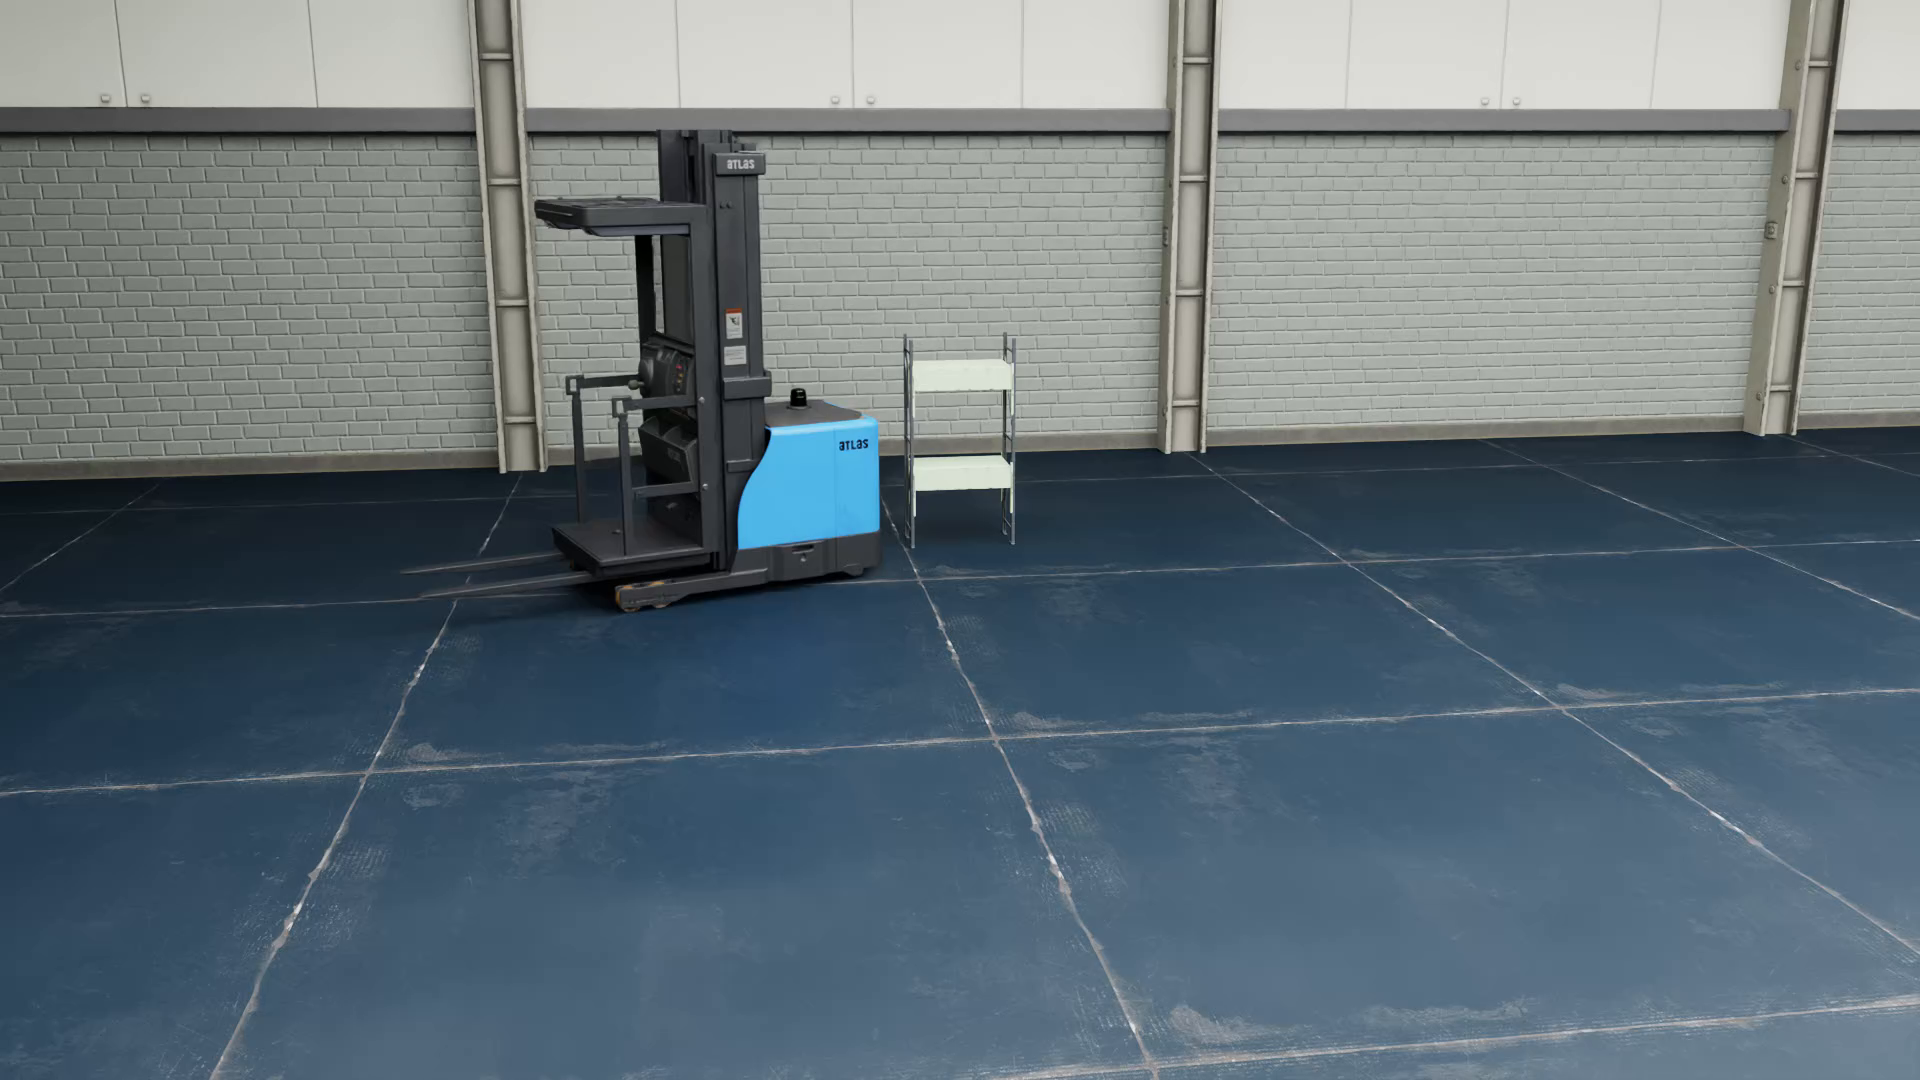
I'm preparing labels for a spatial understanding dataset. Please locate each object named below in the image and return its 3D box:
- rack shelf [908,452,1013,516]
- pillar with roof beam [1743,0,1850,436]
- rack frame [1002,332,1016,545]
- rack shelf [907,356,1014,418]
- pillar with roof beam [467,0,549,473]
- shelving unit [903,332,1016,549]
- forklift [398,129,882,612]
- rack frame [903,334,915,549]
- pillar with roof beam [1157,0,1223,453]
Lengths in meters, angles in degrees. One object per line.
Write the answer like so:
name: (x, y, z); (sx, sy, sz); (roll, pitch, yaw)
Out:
rack shelf: (-0.007, -0.411, 12.118); (0.720, 0.370, 0.431); (-2, 14, -8)
pillar with roof beam: (8.648, -4.393, 11.241); (0.400, 9.000, 9.100); (-2, 14, -8)
rack frame: (0.355, -0.740, 12.091); (0.023, 1.500, 0.400); (-2, 14, -8)
rack shelf: (-0.007, -1.106, 11.943); (0.720, 0.370, 0.431); (-2, 14, -8)
pillar with roof beam: (-3.218, -3.959, 9.507); (0.400, 9.000, 9.100); (-2, 14, -8)
shelving unit: (-0.007, -0.727, 12.038); (0.755, 1.500, 0.431); (-2, 14, -8)
forklift: (-2.068, -1.115, 10.642); (3.031, 2.935, 1.130); (-8, 16, -28)
rack frame: (-0.369, -0.714, 11.986); (0.023, 1.500, 0.400); (-2, 14, -8)
pillar with roof beam: (2.715, -4.176, 10.374); (0.400, 9.000, 9.100); (-2, 14, -8)
